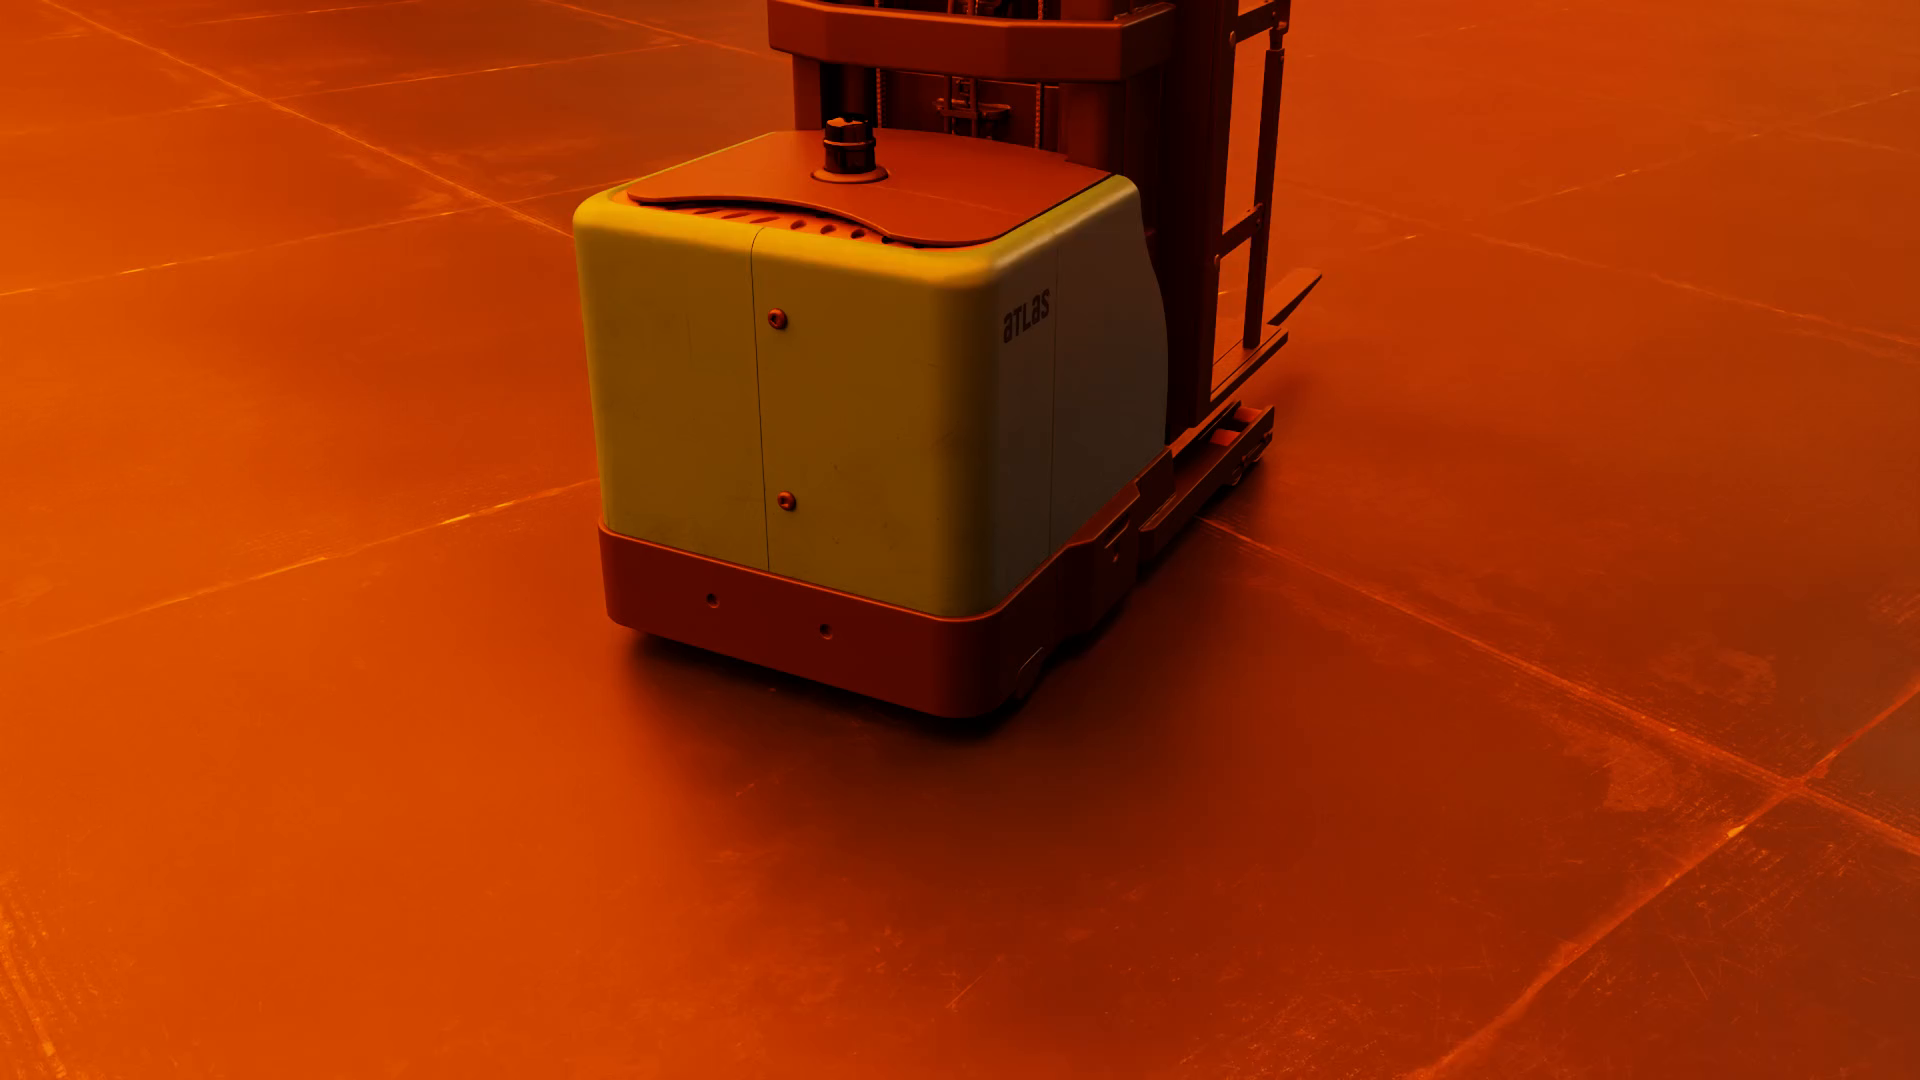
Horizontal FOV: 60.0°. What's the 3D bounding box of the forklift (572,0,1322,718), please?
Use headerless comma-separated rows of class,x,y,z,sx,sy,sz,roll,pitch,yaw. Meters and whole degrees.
forklift,0.285,-1.552,4.331,1.130,2.935,3.031,13,29,25
